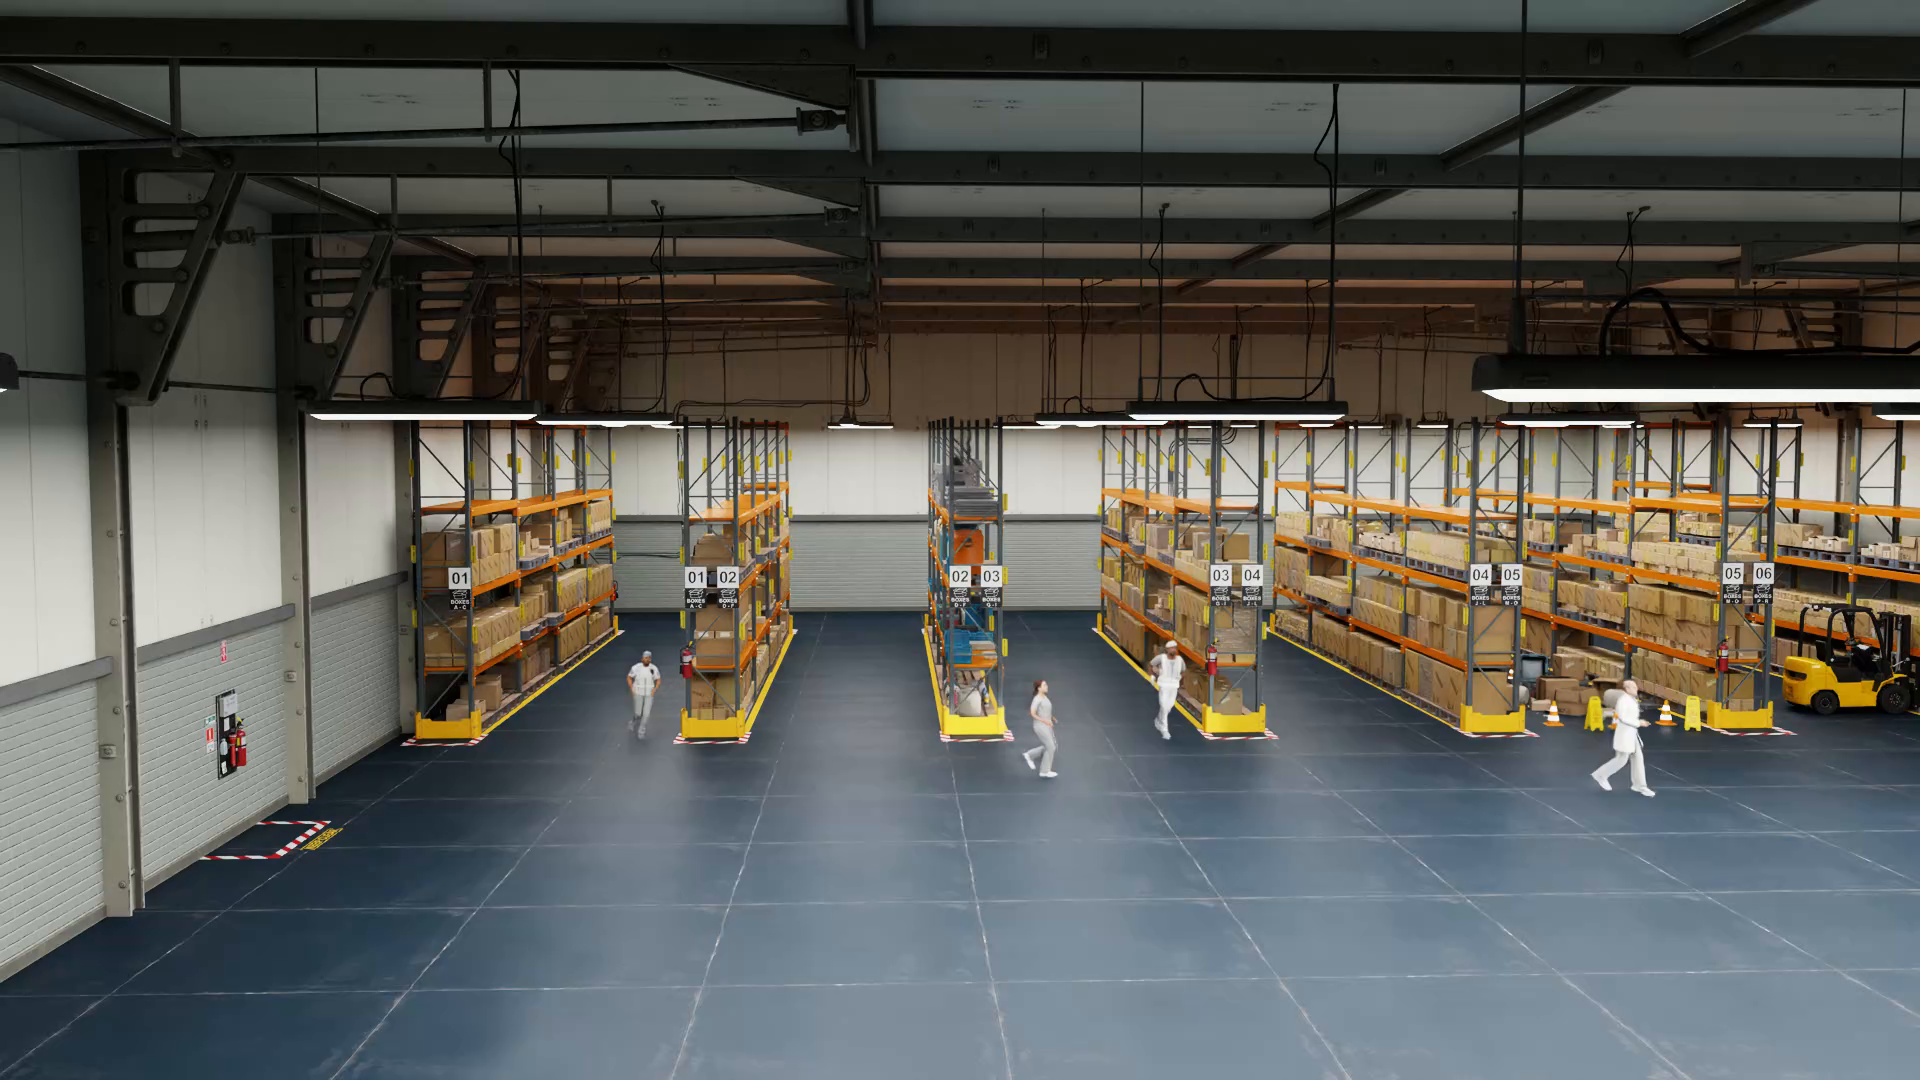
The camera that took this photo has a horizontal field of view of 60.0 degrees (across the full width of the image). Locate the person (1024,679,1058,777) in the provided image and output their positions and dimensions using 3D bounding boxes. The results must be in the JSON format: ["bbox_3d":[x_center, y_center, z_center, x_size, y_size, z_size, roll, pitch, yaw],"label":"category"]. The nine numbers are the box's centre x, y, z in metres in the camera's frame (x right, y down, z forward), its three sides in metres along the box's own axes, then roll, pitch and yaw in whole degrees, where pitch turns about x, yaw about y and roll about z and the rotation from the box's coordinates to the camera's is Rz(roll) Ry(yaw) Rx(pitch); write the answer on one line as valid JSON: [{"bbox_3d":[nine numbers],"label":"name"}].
[{"bbox_3d":[1.324,3.111,27.584,0.609,1.613,0.563,2,4,22],"label":"person"}]

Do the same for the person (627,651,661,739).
[{"bbox_3d":[-5.912,2.904,31.201,0.613,1.646,0.545,-1,4,-22],"label":"person"}]

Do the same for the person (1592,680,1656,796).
[{"bbox_3d":[10.516,3.112,26.294,0.947,1.807,0.729,3,5,34],"label":"person"}]

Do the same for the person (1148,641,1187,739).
[{"bbox_3d":[3.943,2.793,31.373,0.712,1.794,0.900,-1,4,-15],"label":"person"}]

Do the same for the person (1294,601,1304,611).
[{"bbox_3d":[10.112,1.684,49.106,0.781,1.680,0.948,2,4,26],"label":"person"}]
